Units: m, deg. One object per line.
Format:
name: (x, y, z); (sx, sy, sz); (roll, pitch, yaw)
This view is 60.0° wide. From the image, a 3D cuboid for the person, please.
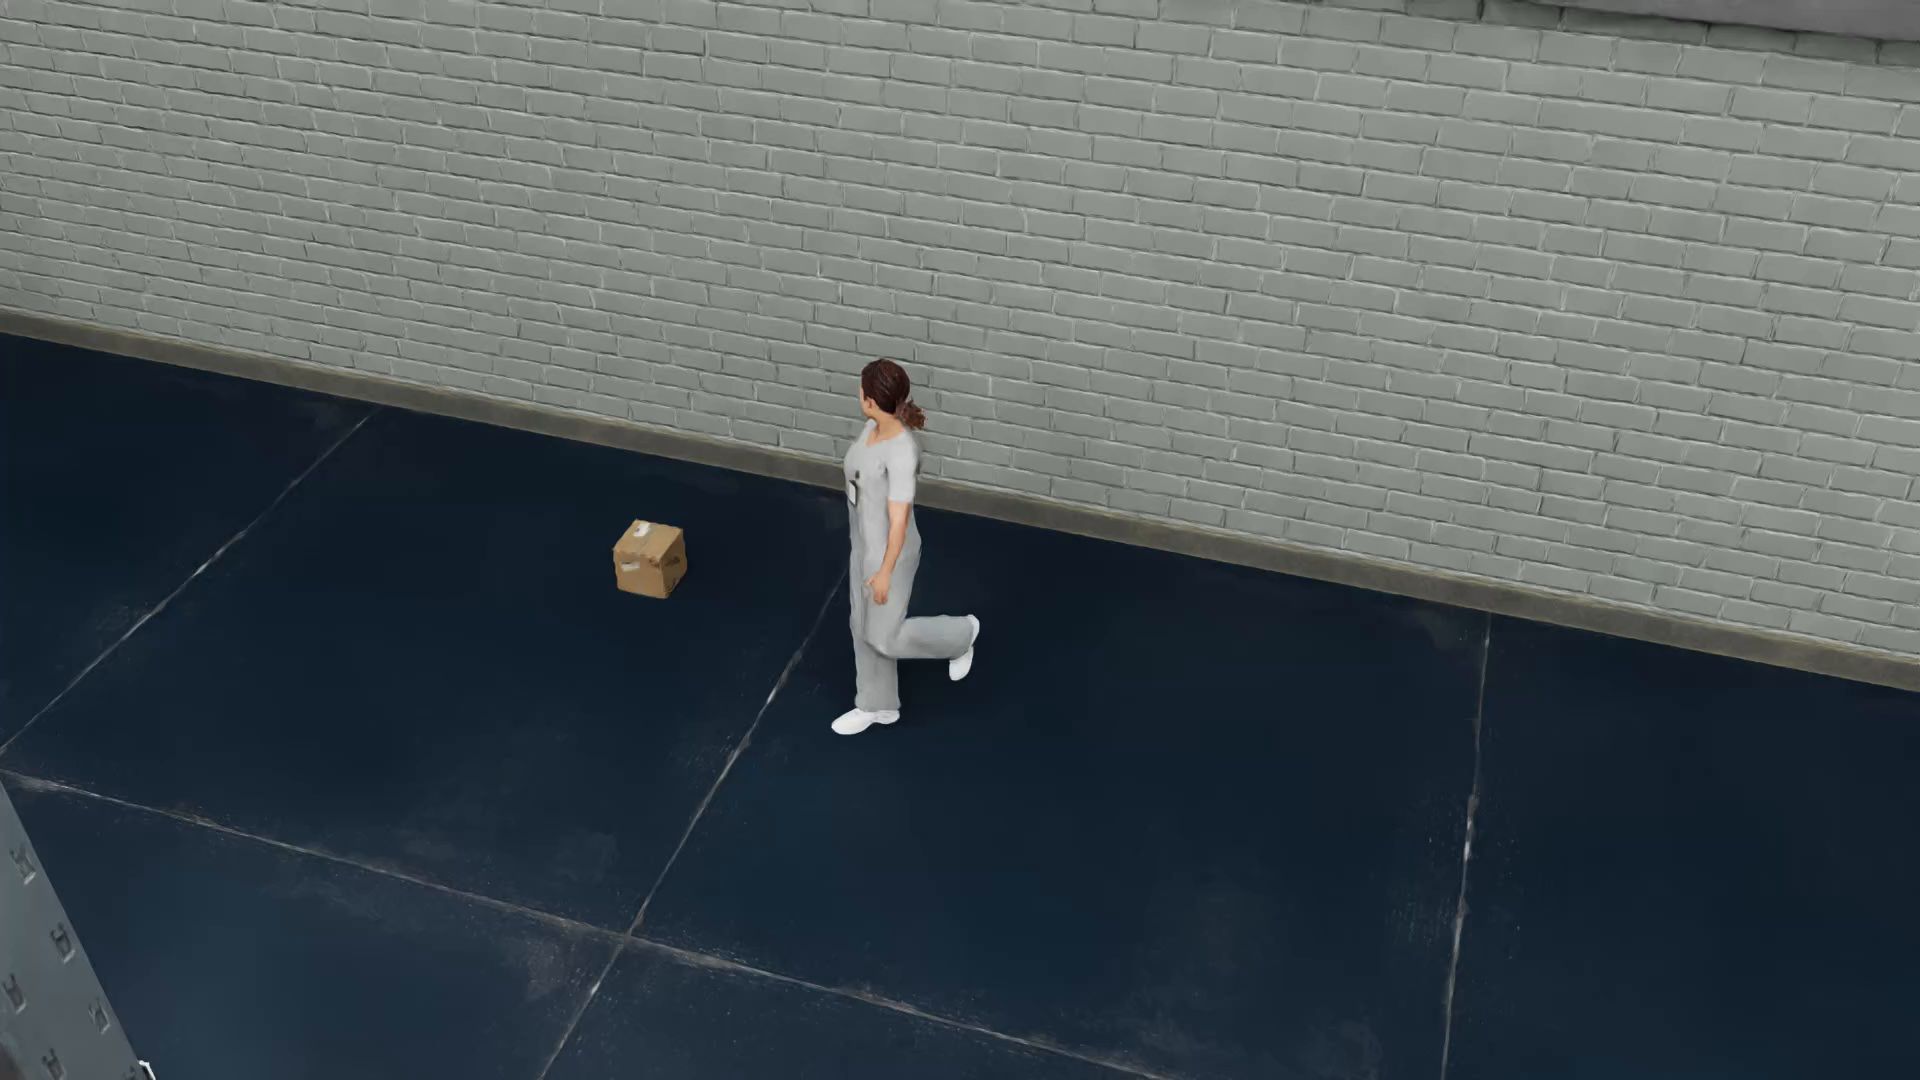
person: (-0.283, 0.019, 6.884); (0.705, 1.639, 0.518); (-15, 40, -19)
